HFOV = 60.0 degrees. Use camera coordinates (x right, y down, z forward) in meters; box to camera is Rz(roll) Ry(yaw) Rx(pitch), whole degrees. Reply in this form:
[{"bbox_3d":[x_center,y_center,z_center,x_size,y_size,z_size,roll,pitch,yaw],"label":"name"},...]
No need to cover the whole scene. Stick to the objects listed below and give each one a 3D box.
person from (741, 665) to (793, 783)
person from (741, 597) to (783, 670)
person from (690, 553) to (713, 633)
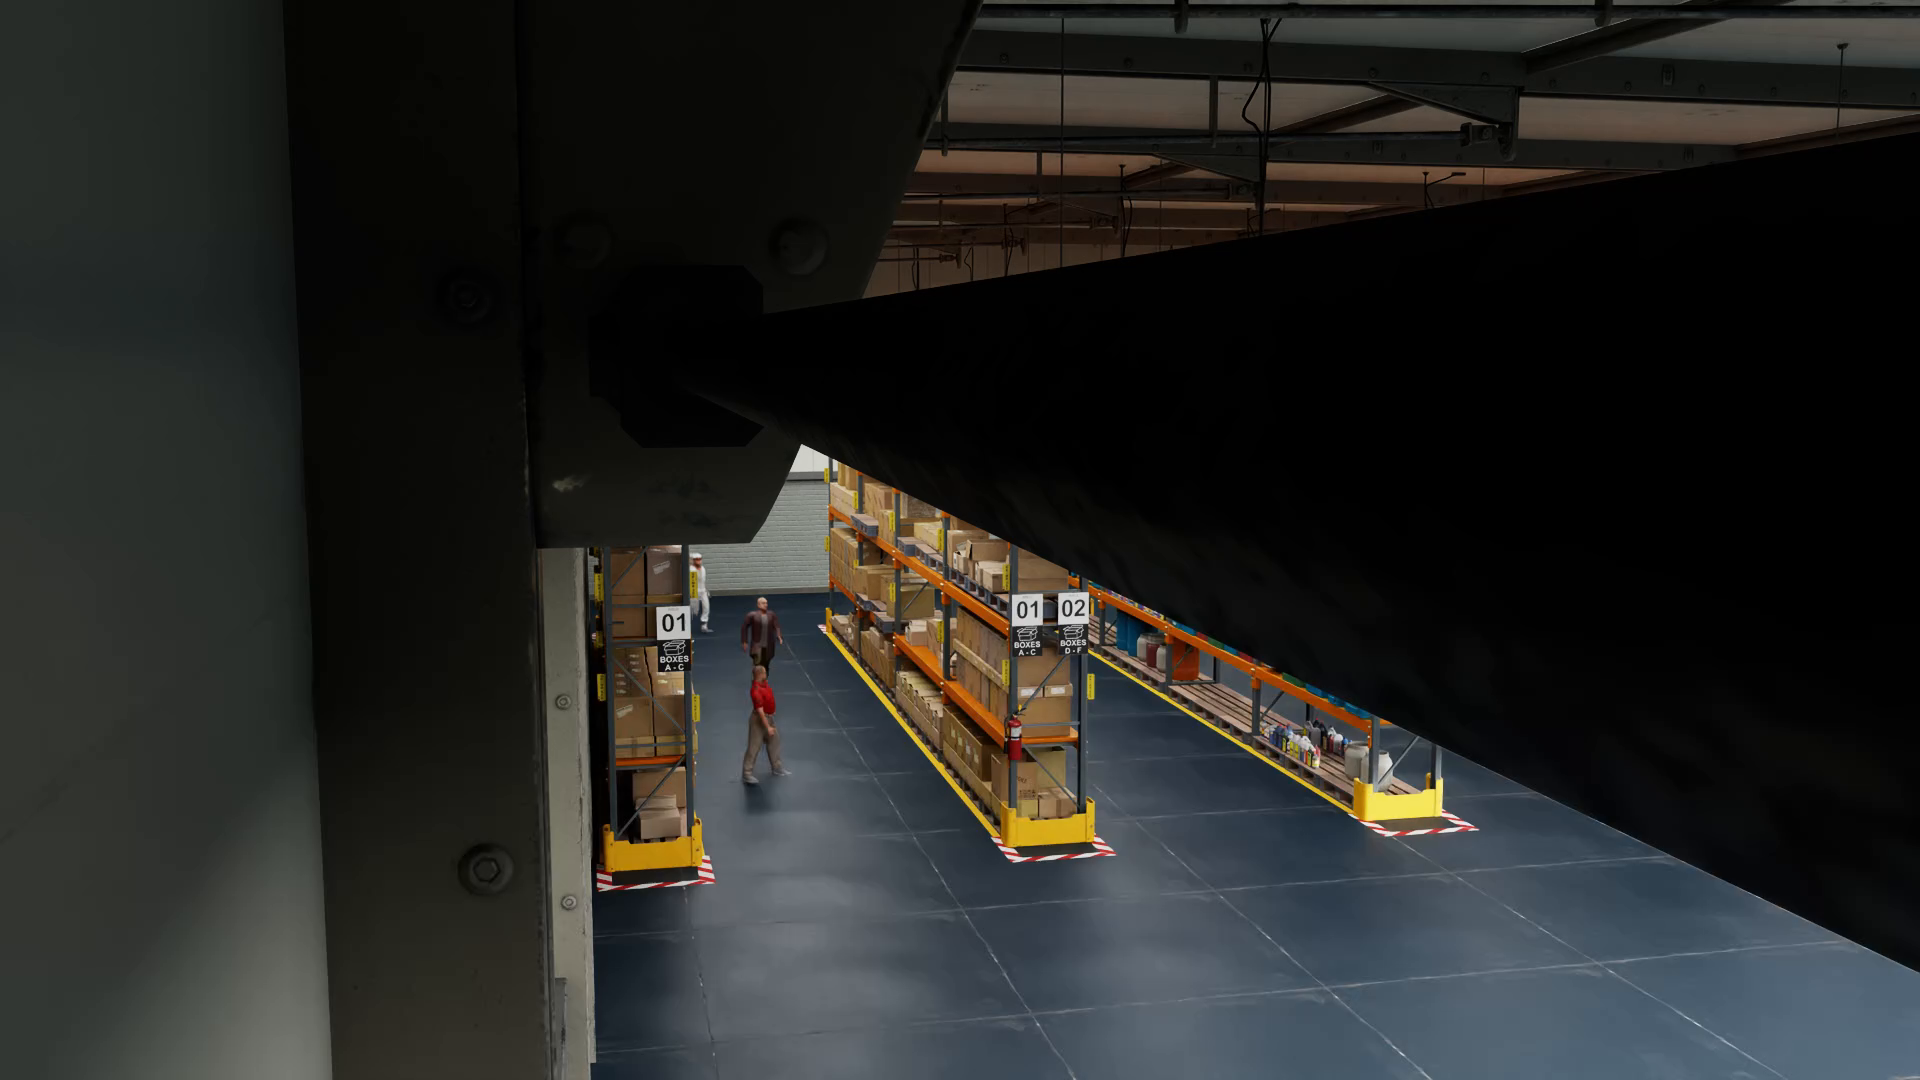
[{"bbox_3d":[-2.819,2.642,24.079,0.589,1.736,0.733,2,7,15],"label":"person"},{"bbox_3d":[-3.595,1.938,30.119,0.713,1.814,0.936,-2,7,-14],"label":"person"},{"bbox_3d":[-5.761,1.150,36.268,0.783,1.756,0.652,5,8,36],"label":"person"}]
